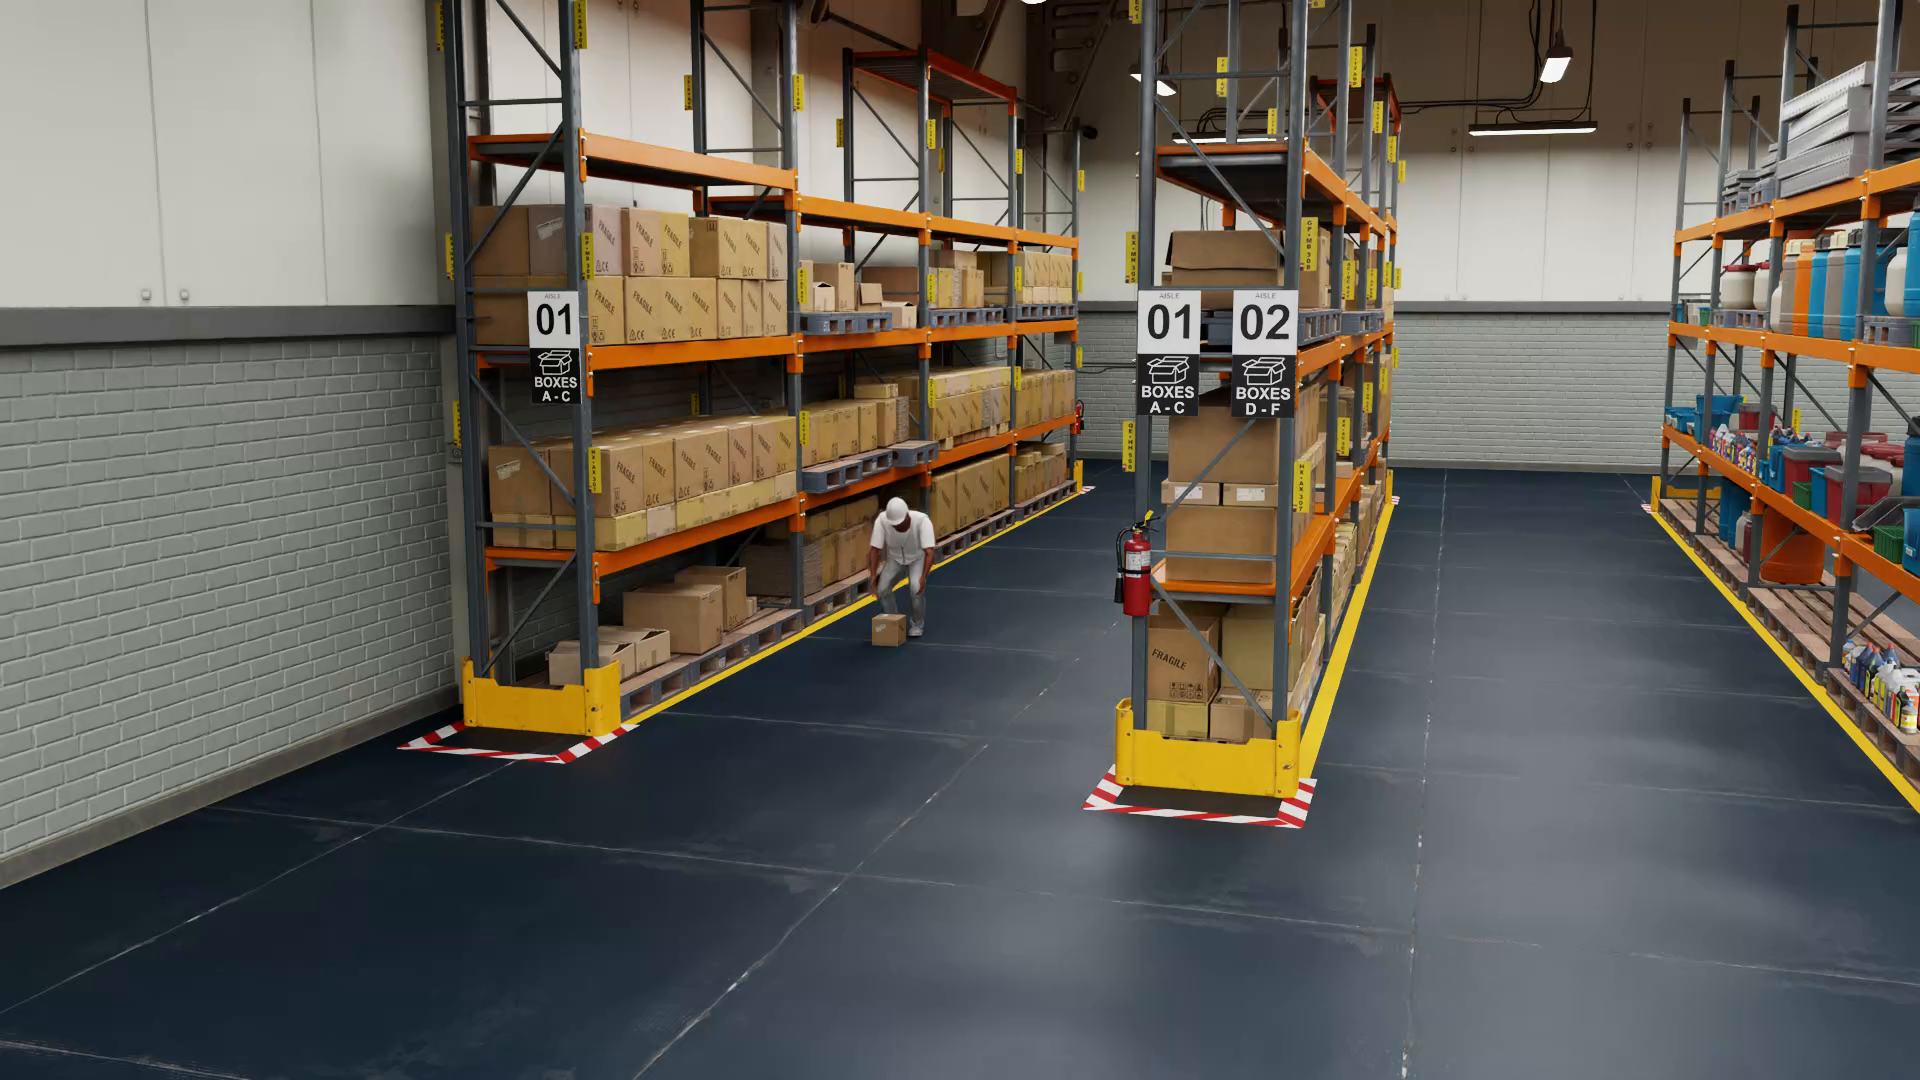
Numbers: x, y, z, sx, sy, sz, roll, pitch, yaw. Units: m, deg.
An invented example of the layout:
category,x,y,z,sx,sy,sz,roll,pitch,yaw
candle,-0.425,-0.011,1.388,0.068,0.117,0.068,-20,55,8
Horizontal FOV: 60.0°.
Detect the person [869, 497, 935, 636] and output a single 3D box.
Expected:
category,x,y,z,sx,sy,sz,roll,pitch,yaw
person,-0.509,0.235,15.604,0.631,1.343,0.792,2,9,16
